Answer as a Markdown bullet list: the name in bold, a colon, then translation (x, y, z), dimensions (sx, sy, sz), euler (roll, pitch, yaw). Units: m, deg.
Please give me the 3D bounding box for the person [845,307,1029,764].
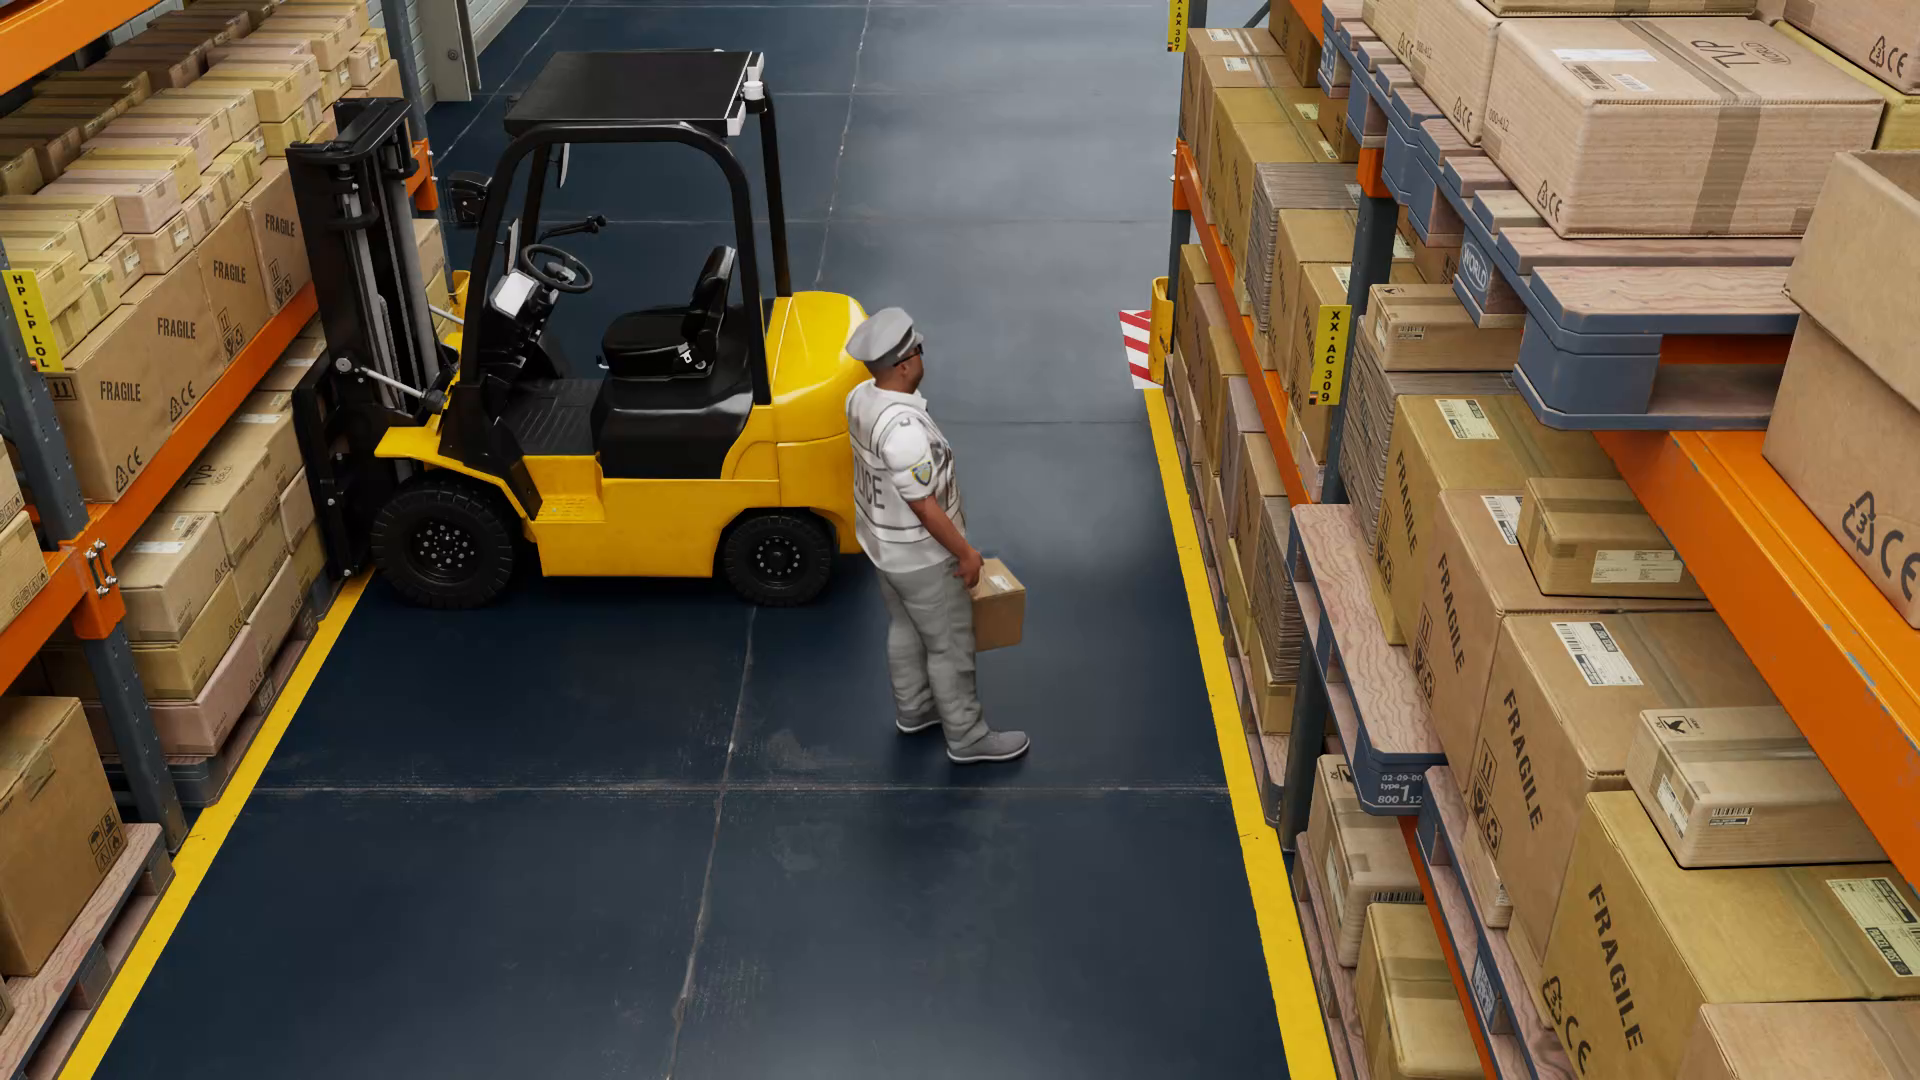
- **person**: translation (-0.093, -0.015, 6.109), dimensions (0.571, 1.780, 0.609), euler (-13, 34, -21)
